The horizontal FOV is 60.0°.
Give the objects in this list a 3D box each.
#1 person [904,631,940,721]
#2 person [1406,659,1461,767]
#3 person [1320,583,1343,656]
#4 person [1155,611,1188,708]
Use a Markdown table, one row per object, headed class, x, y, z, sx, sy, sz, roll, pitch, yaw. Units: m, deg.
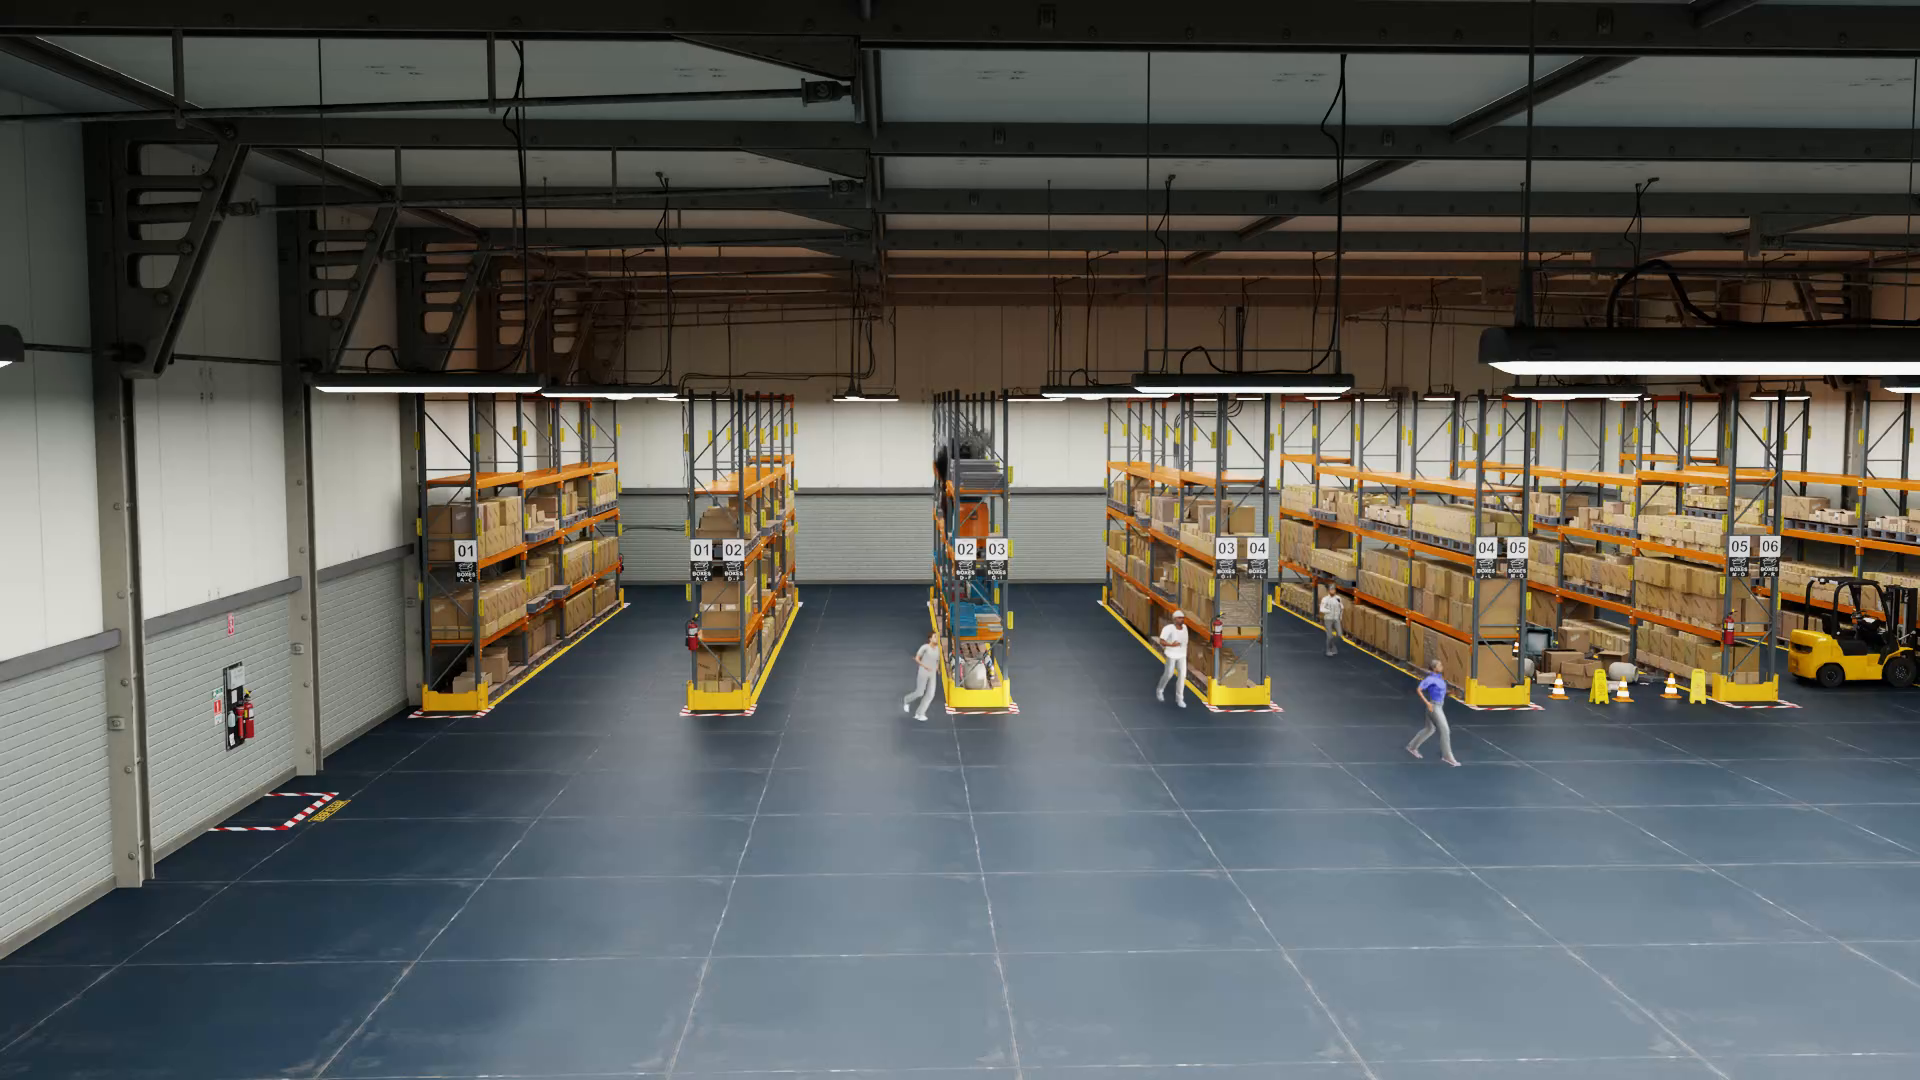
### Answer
| class | x | y | z | sx | sy | sz | roll | pitch | yaw |
| --- | --- | --- | --- | --- | --- | --- | --- | --- | --- |
| person | -0.625 | 2.451 | 30.445 | 0.626 | 1.596 | 0.760 | -3 | 6 | -36 |
| person | 7.545 | 2.732 | 26.430 | 0.867 | 1.669 | 0.562 | 2 | 5 | 24 |
| person | 8.467 | 1.808 | 37.698 | 0.591 | 1.656 | 0.598 | 0 | 5 | -5 |
| person | 4.082 | 2.223 | 31.521 | 0.717 | 1.792 | 0.873 | -2 | 5 | -23 |
